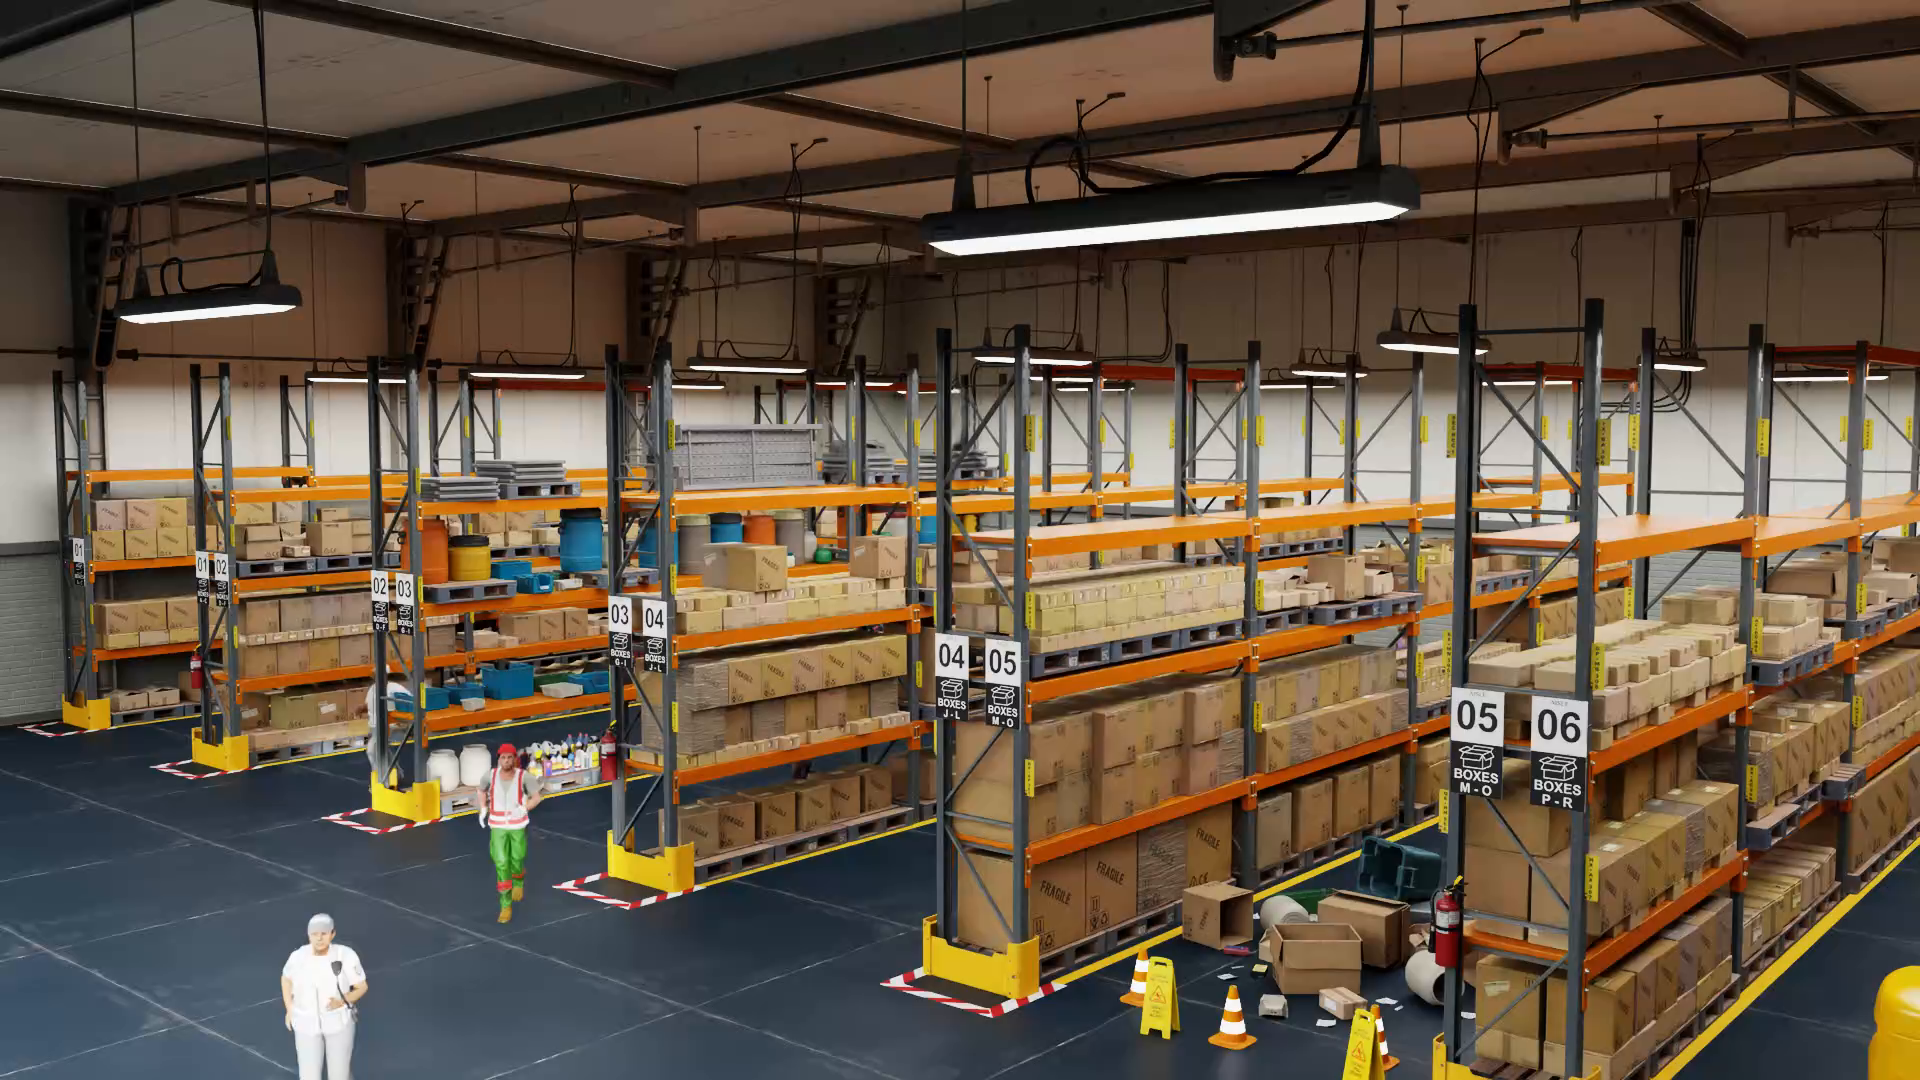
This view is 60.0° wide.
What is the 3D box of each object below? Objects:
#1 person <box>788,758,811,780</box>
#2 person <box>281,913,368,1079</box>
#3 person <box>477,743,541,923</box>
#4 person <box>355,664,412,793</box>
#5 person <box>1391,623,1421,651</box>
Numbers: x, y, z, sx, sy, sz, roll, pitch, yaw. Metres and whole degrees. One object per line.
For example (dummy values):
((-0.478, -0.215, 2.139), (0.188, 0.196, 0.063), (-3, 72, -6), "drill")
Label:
((-2.208, 2.656, 23.038), (0.675, 1.688, 0.762), (2, 4, 23), "person")
((-4.521, 3.481, 11.827), (0.602, 1.689, 0.793), (-1, 4, -14), "person")
((-4.723, 3.012, 17.421), (0.659, 1.798, 0.851), (-1, 4, -10), "person")
((-8.090, 2.626, 23.310), (0.707, 1.794, 0.741), (3, 5, 35), "person")
((7.856, 2.255, 29.344), (0.534, 1.596, 0.799), (2, 5, 27), "person")
